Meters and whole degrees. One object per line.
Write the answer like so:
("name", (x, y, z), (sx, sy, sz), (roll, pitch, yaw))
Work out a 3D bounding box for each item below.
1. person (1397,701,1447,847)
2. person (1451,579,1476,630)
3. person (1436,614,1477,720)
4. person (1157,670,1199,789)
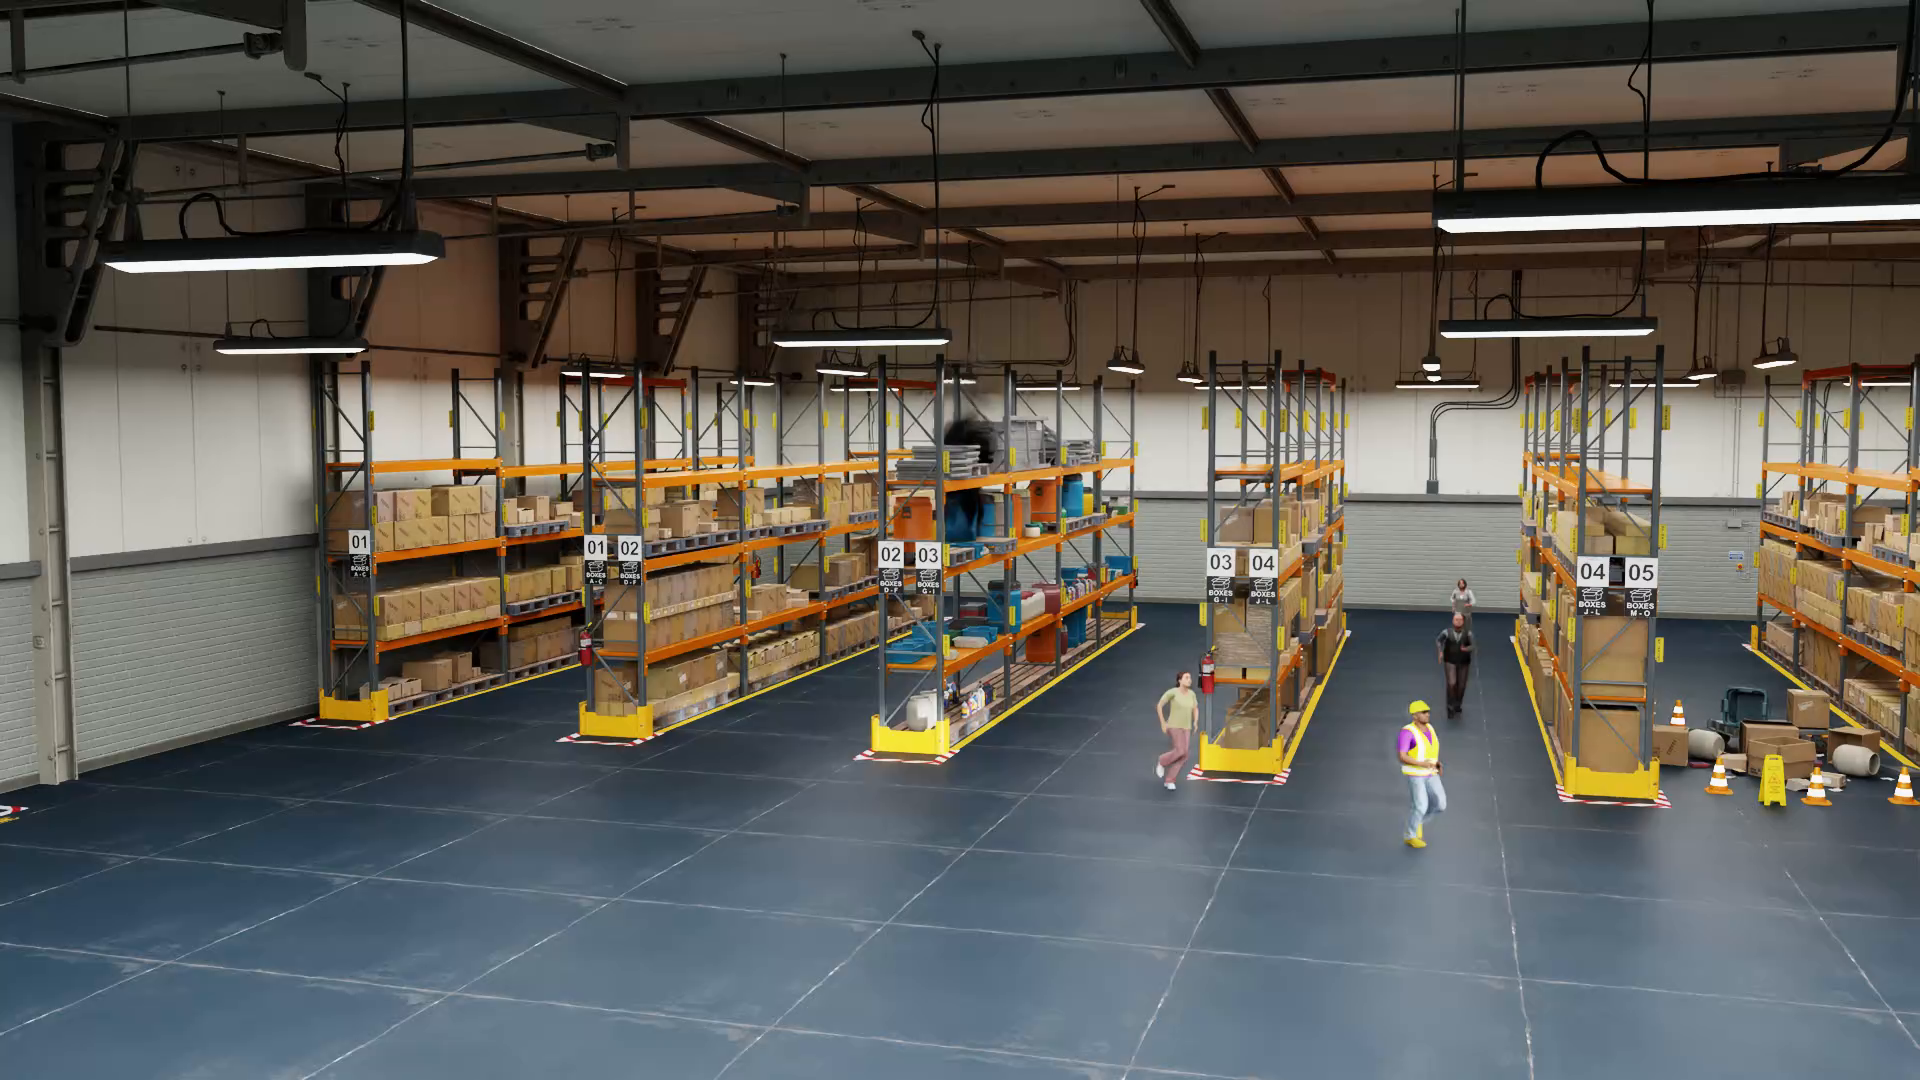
("person", (5.439, 2.745, 19.498), (0.693, 1.724, 0.577), (-3, 5, -33))
("person", (10.858, 1.644, 35.892), (0.524, 1.643, 0.715), (1, 4, 18))
("person", (8.396, 2.140, 28.114), (0.624, 1.780, 0.752), (0, 4, 7))
("person", (3.032, 2.577, 22.748), (0.613, 1.594, 0.533), (-2, 5, -26))
